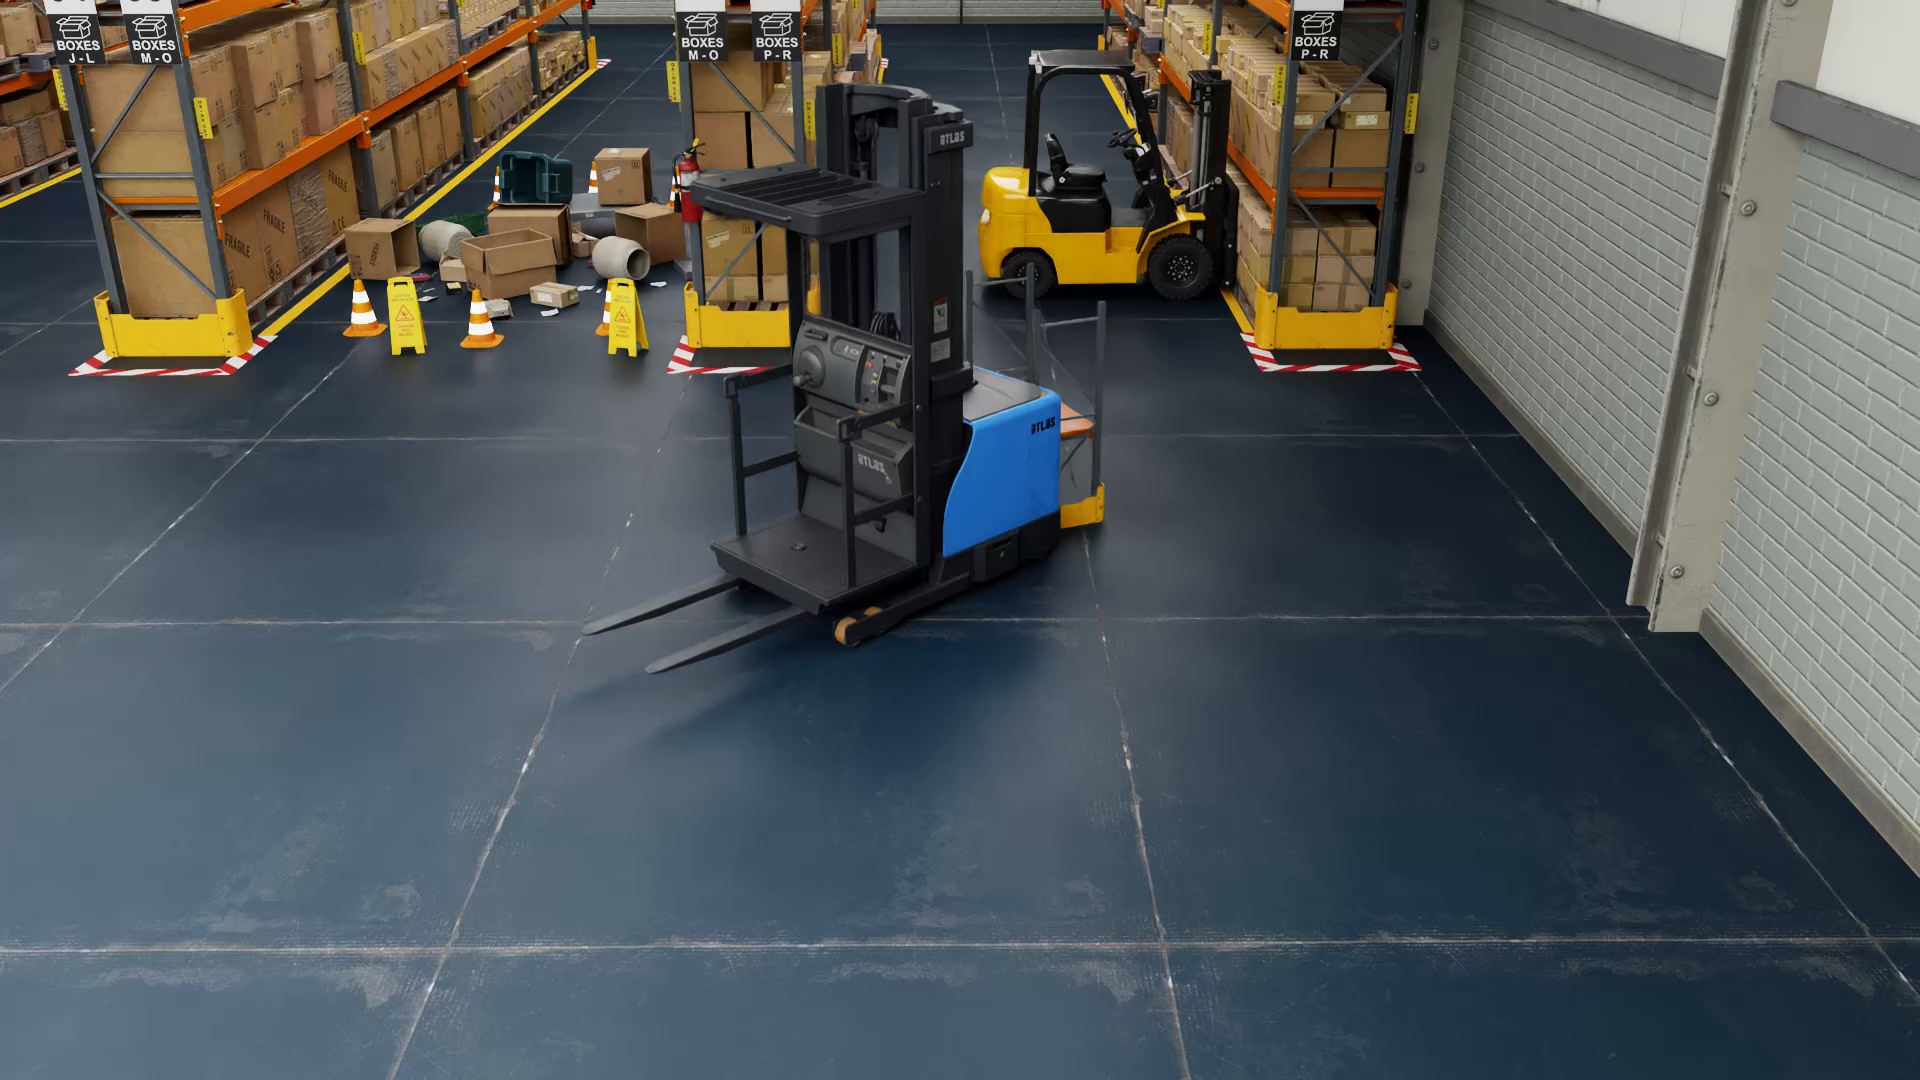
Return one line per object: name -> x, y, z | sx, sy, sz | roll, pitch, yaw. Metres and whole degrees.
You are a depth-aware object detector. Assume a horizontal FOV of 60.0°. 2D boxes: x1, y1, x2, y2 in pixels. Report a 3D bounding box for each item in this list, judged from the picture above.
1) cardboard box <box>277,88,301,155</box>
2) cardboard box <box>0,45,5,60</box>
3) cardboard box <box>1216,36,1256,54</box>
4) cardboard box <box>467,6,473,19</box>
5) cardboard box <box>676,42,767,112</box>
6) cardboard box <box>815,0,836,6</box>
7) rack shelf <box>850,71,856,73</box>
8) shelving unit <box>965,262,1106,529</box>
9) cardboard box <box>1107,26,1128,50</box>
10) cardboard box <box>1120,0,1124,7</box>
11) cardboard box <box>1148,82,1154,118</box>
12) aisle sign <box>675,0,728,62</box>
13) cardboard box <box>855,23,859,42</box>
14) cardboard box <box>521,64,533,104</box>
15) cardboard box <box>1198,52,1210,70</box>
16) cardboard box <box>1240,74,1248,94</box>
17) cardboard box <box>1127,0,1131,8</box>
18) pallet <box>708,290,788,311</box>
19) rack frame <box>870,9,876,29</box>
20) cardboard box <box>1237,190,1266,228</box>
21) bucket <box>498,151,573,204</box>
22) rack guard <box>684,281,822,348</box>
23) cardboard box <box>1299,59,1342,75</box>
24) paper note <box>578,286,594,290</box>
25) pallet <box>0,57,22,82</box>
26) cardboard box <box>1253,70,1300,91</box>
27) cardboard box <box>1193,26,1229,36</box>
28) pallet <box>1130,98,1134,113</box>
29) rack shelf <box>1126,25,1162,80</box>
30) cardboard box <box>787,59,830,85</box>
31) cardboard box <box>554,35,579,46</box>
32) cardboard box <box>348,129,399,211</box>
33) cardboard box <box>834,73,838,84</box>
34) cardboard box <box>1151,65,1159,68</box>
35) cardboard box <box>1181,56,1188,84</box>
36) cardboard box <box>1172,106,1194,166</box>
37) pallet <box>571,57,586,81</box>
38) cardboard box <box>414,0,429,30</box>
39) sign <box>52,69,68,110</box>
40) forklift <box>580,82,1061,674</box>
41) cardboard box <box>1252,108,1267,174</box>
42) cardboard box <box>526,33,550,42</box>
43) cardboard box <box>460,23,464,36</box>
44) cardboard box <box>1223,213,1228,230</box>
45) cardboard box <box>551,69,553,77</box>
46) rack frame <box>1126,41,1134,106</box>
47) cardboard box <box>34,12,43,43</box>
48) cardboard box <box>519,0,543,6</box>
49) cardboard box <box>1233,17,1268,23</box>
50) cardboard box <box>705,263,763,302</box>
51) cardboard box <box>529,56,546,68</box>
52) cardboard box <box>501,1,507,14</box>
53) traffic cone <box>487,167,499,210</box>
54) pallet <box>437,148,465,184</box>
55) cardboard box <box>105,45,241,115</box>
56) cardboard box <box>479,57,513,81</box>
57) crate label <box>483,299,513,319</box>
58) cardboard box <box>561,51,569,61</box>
cardboard box -> -6.742, -3.911, 15.576 | 0.875, 0.550, 0.500 | 0, 24, -1
cardboard box -> -11.497, -5.774, 19.531 | 0.396, 0.266, 0.258 | -1, 24, -2
cardboard box -> 2.838, -5.094, 17.104 | 0.380, 0.149, 0.250 | 0, 24, 1
cardboard box -> -6.640, -6.945, 21.900 | 0.380, 0.149, 0.250 | -1, 24, -2
cardboard box -> -2.012, -3.924, 14.091 | 0.700, 0.500, 0.500 | -1, 24, -2
cardboard box -> -1.598, -6.037, 18.679 | 0.380, 0.149, 0.250 | 1, 24, 2
rack shelf -> -1.854, -5.223, 19.531 | 1.077, 0.370, 4.000 | 0, 24, -1
shelving unit -> 0.471, -0.966, 11.065 | 0.587, 1.500, 1.083 | -10, 26, -22
cardboard box -> 2.913, -8.496, 28.416 | 0.797, 0.503, 0.637 | -1, 24, -3
cardboard box -> 2.730, -8.490, 26.187 | 0.380, 0.149, 0.250 | -1, 24, -1
cardboard box -> 2.865, -6.046, 23.002 | 0.500, 0.500, 0.500 | 1, 24, 2
aisle sign -> -2.077, -4.236, 13.321 | 0.394, 0.787, 0.004 | 0, 24, -1
cardboard box -> -1.652, -6.937, 22.629 | 0.500, 0.250, 0.500 | 1, 24, 1
cardboard box -> -6.608, -6.708, 24.464 | 0.500, 0.500, 0.500 | -1, 24, -2
cardboard box -> 2.871, -5.111, 17.986 | 0.500, 0.250, 0.500 | -1, 24, -2
cardboard box -> 2.869, -4.322, 15.757 | 0.380, 0.149, 0.250 | -1, 24, -2
cardboard box -> 2.826, -8.083, 24.351 | 0.700, 0.500, 0.500 | 0, 24, 1
pallet -> -1.762, -2.174, 15.300 | 1.003, 0.211, 1.213 | 0, 24, -1
rack frame -> -1.963, -9.671, 28.493 | 1.000, 3.000, 0.127 | 0, 24, -1
cardboard box -> 2.832, -3.103, 15.584 | 0.500, 0.250, 0.500 | 0, 24, 0
bucket -> -4.473, -3.818, 17.679 | 0.726, 0.611, 0.620 | 8, 16, 18
rack guard -> -1.789, -1.970, 14.500 | 1.175, 0.500, 0.348 | 0, 24, -1
cardboard box -> 3.391, -4.464, 15.711 | 0.380, 0.149, 0.250 | 0, 24, 1
paper note -> -3.648, -2.451, 16.147 | 0.148, 0.019, 0.142 | 8, 26, 18
pallet -> -11.722, -5.427, 19.342 | 1.003, 0.211, 1.213 | 0, 24, -1
cardboard box -> 2.855, -4.144, 15.003 | 0.380, 0.149, 0.250 | 0, 24, 1
cardboard box -> 2.862, -5.757, 18.932 | 0.380, 0.149, 0.250 | 0, 24, 0
pallet -> 3.091, -6.441, 24.736 | 1.003, 0.211, 1.213 | 0, 24, -1
rack shelf -> 3.066, -6.895, 23.228 | 1.077, 0.370, 4.000 | 0, 24, -1
cardboard box -> -1.566, -4.513, 16.607 | 0.500, 0.500, 0.500 | 1, 24, 1
cardboard box -> -6.577, -8.344, 27.786 | 0.380, 0.149, 0.250 | -1, 24, -2
cardboard box -> -6.877, -4.084, 18.361 | 1.050, 0.750, 0.750 | 0, 24, -1
cardboard box -> -1.522, -5.032, 18.032 | 0.380, 0.149, 0.250 | 0, 24, 0
cardboard box -> 2.891, -6.597, 23.432 | 0.380, 0.149, 0.250 | 0, 24, 0
cardboard box -> 2.866, -5.513, 19.481 | 0.500, 0.250, 0.500 | 1, 24, 1
cardboard box -> 3.096, -4.981, 20.496 | 0.875, 0.625, 0.625 | 1, 24, 1
pallet -> -6.937, -7.970, 28.117 | 1.003, 0.211, 1.213 | 0, 24, -1
cardboard box -> -6.822, -6.418, 19.967 | 0.700, 0.500, 0.500 | -1, 24, -1
sign -> -7.279, -3.653, 13.494 | 0.100, 0.325, 0.005 | 0, 24, -1
forklift -> -0.771, -0.970, 9.339 | 3.031, 2.935, 1.130 | -22, 32, -40
cardboard box -> 2.911, -3.563, 14.866 | 0.500, 0.500, 0.500 | 0, 24, 1
cardboard box -> -7.122, -8.440, 28.000 | 0.380, 0.149, 0.250 | 0, 24, 0
cardboard box -> -6.627, -6.573, 21.438 | 0.380, 0.149, 0.250 | -1, 24, -1
cardboard box -> 2.834, -3.093, 16.169 | 0.500, 0.250, 0.500 | 0, 24, -1
cardboard box -> -6.698, -7.430, 26.487 | 0.380, 0.149, 0.250 | -1, 24, -3
rack frame -> 3.044, -8.047, 24.902 | 1.000, 3.000, 0.127 | 0, 24, -1
cardboard box -> -12.038, -6.578, 21.533 | 0.500, 0.500, 0.500 | 0, 24, 1
cardboard box -> -6.621, -8.345, 25.079 | 0.500, 0.500, 0.500 | -1, 24, -2
cardboard box -> 3.434, -6.081, 19.646 | 0.380, 0.149, 0.250 | -1, 24, -1
cardboard box -> -2.066, -2.358, 15.152 | 0.500, 0.250, 0.500 | 0, 24, -1
cardboard box -> -6.608, -7.379, 25.653 | 0.380, 0.149, 0.250 | 1, 24, 2
cardboard box -> -6.659, -7.560, 23.621 | 0.380, 0.149, 0.250 | -1, 24, -3
traffic cone -> -5.285, -4.066, 19.178 | 0.336, 0.463, 0.334 | 0, 24, -1
pallet -> -6.891, -4.715, 20.919 | 1.003, 0.211, 1.213 | 0, 24, -1
cardboard box -> -6.800, -3.954, 14.360 | 0.875, 0.550, 0.550 | 0, 24, -1
cardboard box -> -6.594, -6.618, 23.356 | 0.500, 0.250, 0.500 | -1, 24, -3
crate label -> -4.259, -2.124, 15.279 | 0.250, 0.136, 0.298 | -14, 28, -28
cardboard box -> -6.610, -7.886, 27.135 | 0.380, 0.149, 0.250 | 1, 24, 2
